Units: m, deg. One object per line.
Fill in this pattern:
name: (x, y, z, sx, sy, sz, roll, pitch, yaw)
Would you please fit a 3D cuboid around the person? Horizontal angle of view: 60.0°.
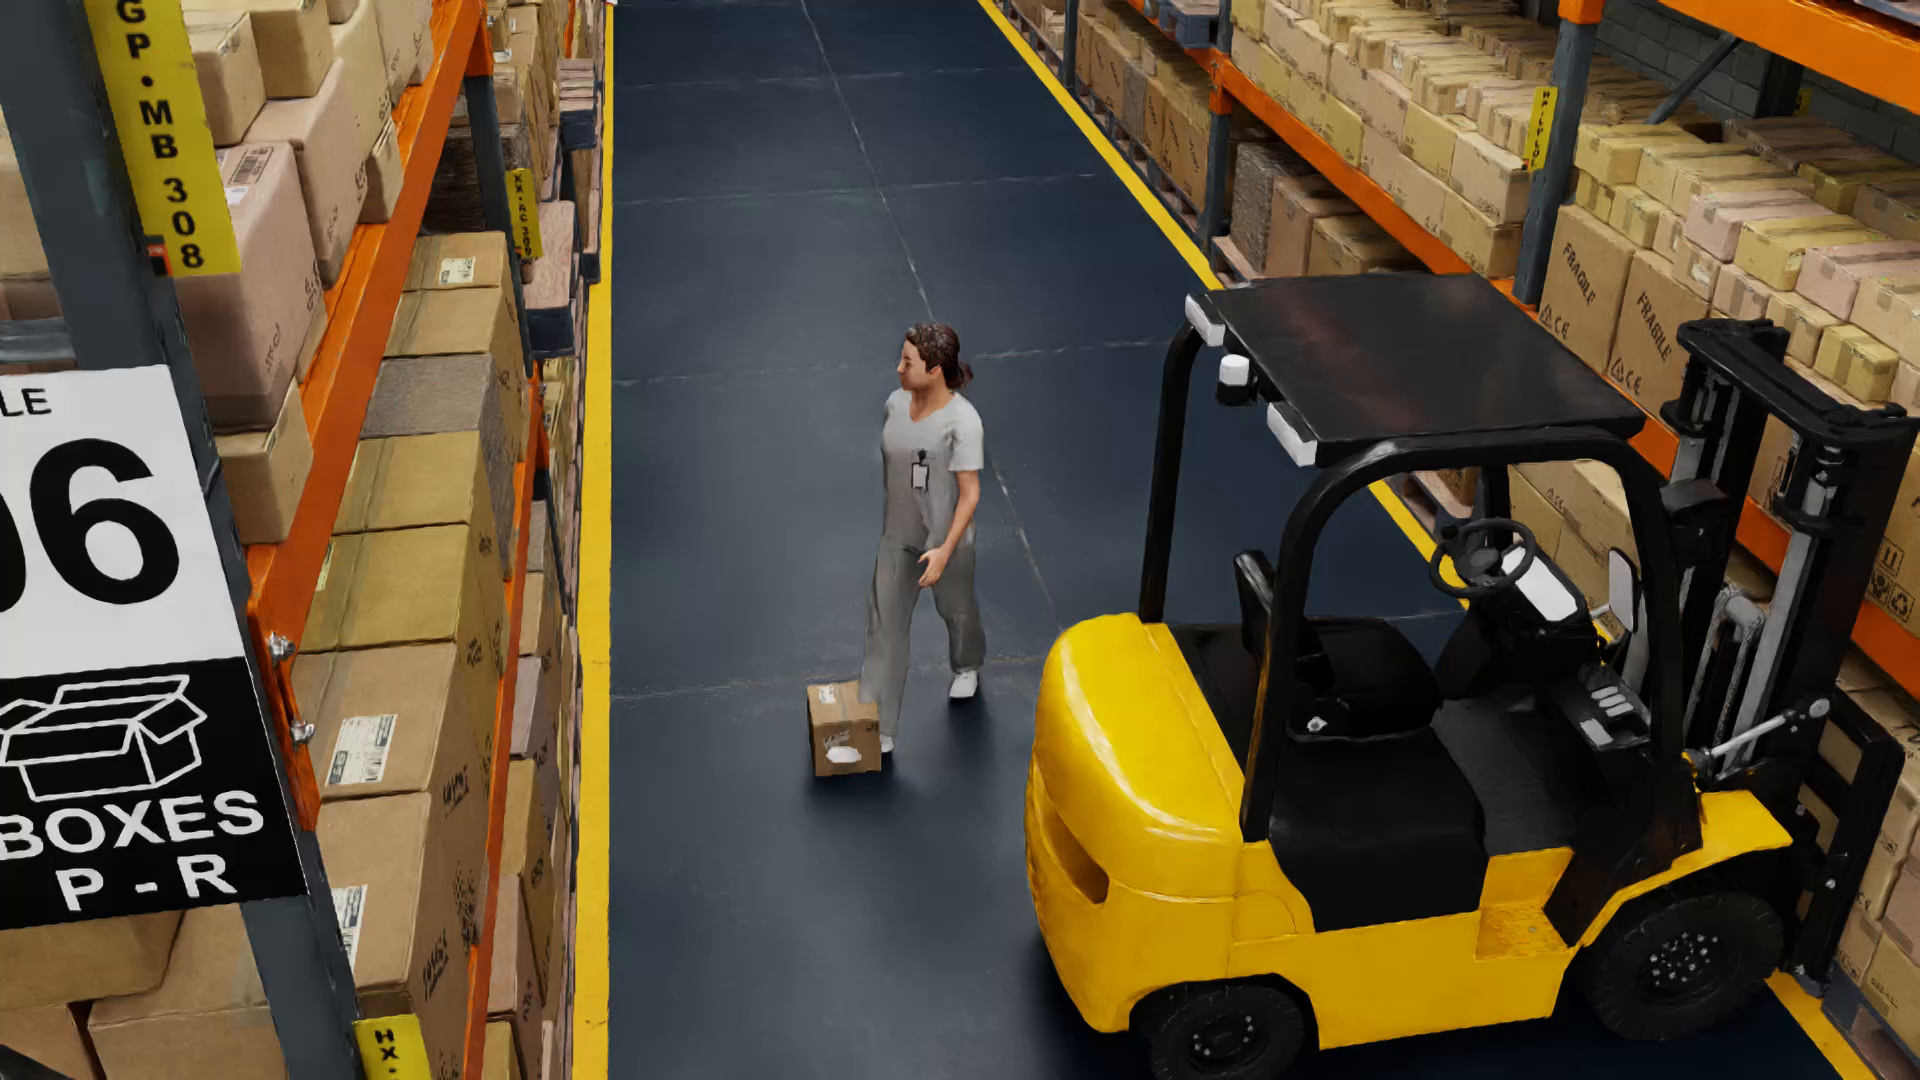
person: (-0.164, 0.013, 6.114, 0.490, 1.620, 0.931, 17, 35, 27)
